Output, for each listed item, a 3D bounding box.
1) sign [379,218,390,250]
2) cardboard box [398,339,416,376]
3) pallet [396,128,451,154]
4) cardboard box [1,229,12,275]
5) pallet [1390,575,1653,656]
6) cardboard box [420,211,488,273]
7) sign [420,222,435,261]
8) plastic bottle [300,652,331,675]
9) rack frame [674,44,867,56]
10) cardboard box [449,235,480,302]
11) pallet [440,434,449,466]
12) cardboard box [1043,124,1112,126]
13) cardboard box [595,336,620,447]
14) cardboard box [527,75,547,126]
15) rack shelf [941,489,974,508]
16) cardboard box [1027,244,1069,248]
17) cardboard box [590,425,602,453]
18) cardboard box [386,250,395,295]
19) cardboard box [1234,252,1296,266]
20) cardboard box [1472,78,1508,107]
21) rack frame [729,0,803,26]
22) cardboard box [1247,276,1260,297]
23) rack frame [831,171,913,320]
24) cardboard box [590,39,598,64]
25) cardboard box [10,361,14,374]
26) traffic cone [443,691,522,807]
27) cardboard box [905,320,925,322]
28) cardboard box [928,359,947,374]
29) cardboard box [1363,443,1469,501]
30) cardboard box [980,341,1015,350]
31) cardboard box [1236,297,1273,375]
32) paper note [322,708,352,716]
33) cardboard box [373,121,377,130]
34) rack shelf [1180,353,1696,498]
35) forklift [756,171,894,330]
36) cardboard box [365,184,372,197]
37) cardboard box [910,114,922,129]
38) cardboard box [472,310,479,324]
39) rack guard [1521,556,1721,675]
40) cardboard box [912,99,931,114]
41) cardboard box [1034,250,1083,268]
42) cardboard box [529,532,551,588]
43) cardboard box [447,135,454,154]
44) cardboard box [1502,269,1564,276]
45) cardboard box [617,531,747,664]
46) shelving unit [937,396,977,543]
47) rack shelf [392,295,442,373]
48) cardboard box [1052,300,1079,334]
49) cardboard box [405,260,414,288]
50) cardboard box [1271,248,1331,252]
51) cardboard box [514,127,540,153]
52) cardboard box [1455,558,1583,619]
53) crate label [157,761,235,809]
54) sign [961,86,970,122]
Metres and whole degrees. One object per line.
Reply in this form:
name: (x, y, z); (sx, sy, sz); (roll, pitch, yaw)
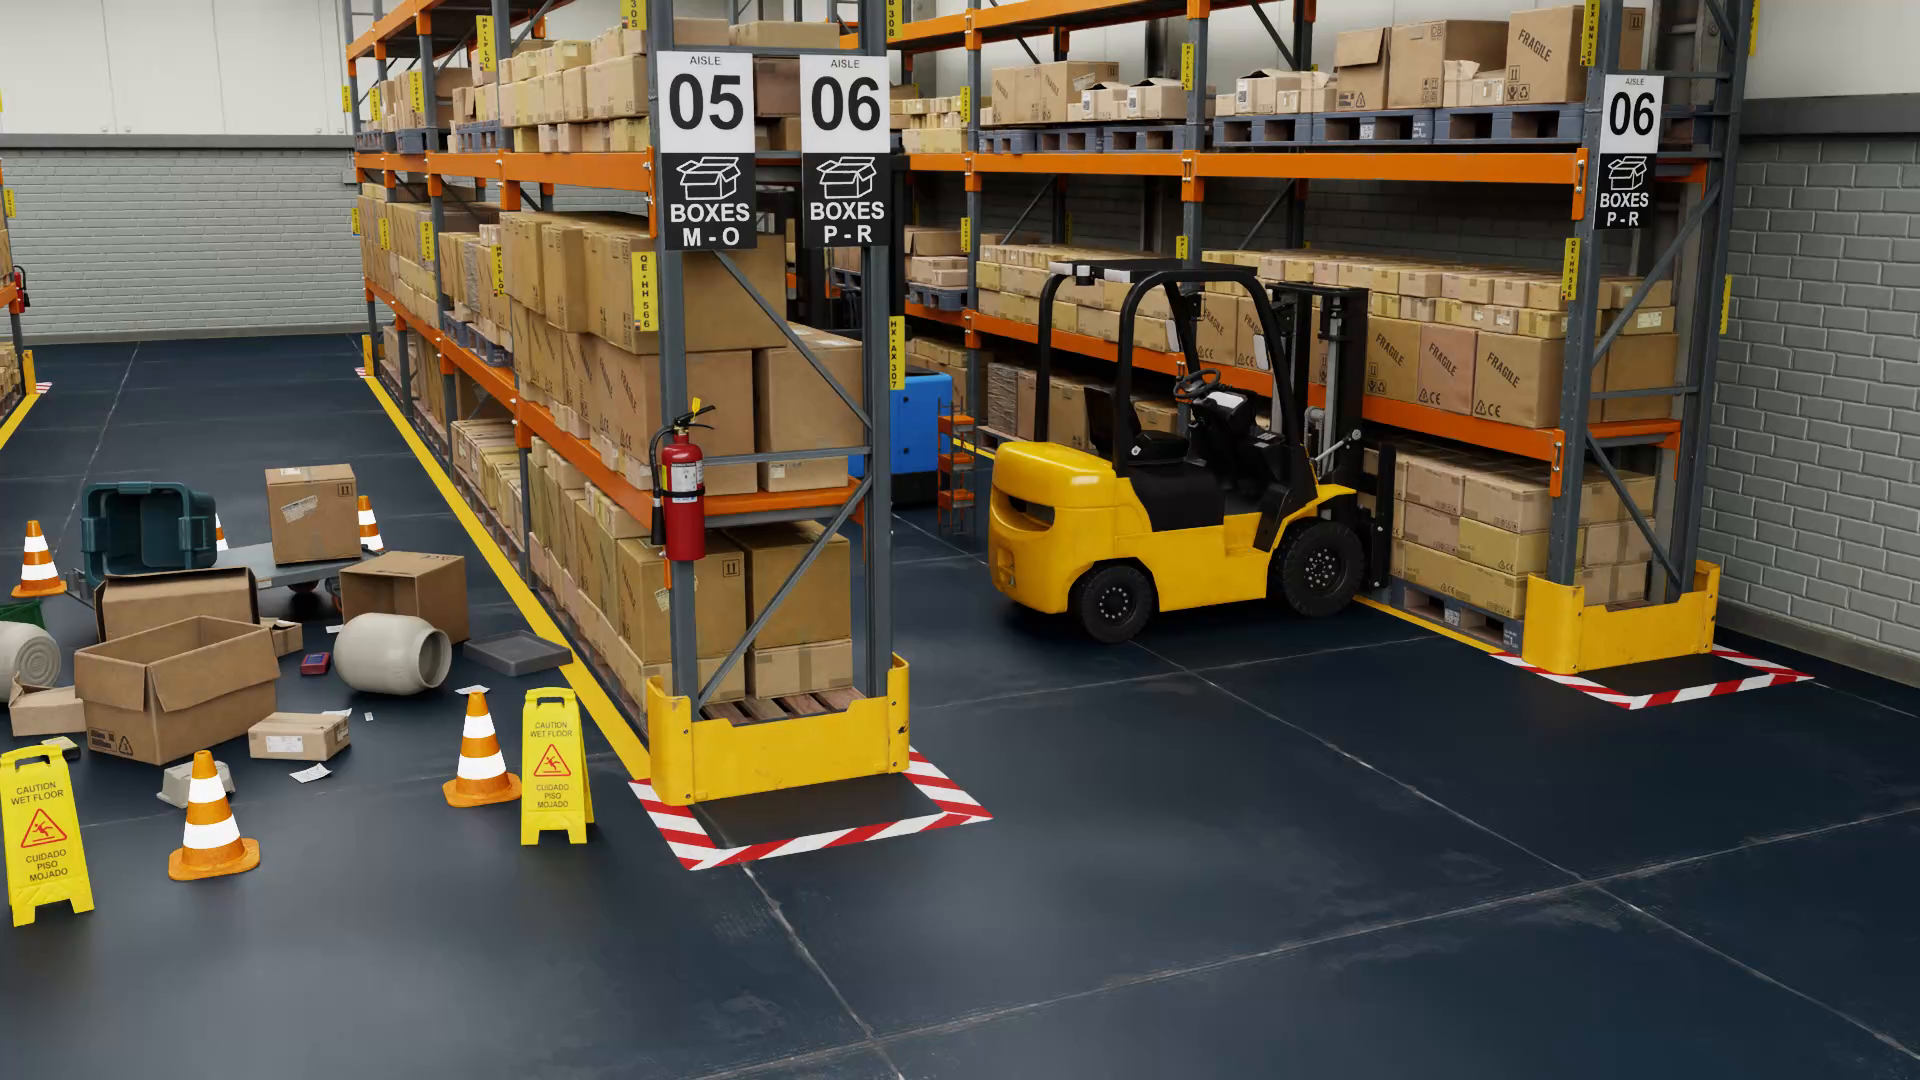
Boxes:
sign: (-6.105, -3.248, 17.655); (0.100, 0.325, 0.005); (-6, 14, -23)
cardboard box: (-6.109, -2.119, 19.622); (0.875, 0.438, 0.875); (-6, 14, -25)
pallet: (-4.301, -3.509, 14.646); (1.213, 0.211, 1.003); (-5, 14, -20)
cardboard box: (-11.278, -3.320, 19.183); (0.500, 0.500, 0.500); (-5, 14, -22)
pallet: (3.412, 0.396, 10.189); (1.003, 0.211, 1.213); (-6, 14, -23)
cardboard box: (-4.441, -2.631, 14.644); (0.500, 0.500, 0.500); (-6, 14, -24)
sign: (-4.502, -2.525, 14.059); (0.100, 0.325, 0.005); (-6, 14, -23)
plastic bottle: (-3.593, 0.682, 9.286); (0.133, 0.061, 0.283); (-3, 13, -13)
rack frame: (-0.787, -3.282, 6.592); (0.949, 2.616, 0.053); (-6, 14, -23)
cardboard box: (-3.811, -2.189, 13.362); (0.500, 0.500, 0.500); (-5, 14, -20)
pallet: (-4.241, -0.823, 15.456); (1.003, 0.211, 1.213); (-6, 14, -23)
cardboard box: (1.077, -3.976, 15.423); (0.500, 0.250, 0.500); (-6, 14, -23)
cardboard box: (-1.456, -0.744, 8.048); (0.500, 0.500, 0.500); (-6, 14, -23)
cardboard box: (-2.063, -2.392, 9.075); (0.500, 0.250, 0.500); (-5, 14, -22)
rack shelf: (-0.021, -0.308, 12.349); (0.184, 0.087, 0.229); (-6, 14, -23)
cardboard box: (0.868, -2.776, 16.054); (0.380, 0.149, 0.250); (-5, 14, -21)
cardboard box: (-1.712, -0.552, 8.661); (0.380, 0.149, 0.250); (-6, 14, -24)
cardboard box: (-6.017, -2.959, 18.283); (0.500, 0.500, 0.500); (-5, 14, -22)
cardboard box: (2.214, -2.007, 12.069); (0.380, 0.149, 0.250); (-5, 14, -22)
cardboard box: (3.147, -2.544, 9.461); (0.380, 0.149, 0.250); (-6, 14, -25)
rack frame: (-2.652, -7.036, 22.814); (1.000, 3.000, 0.127); (-6, 14, -23)
cardboard box: (2.276, -1.805, 11.855); (0.380, 0.149, 0.250); (-6, 14, -23)
rack frame: (-1.050, -3.287, 19.920); (1.000, 3.000, 0.127); (-6, 14, -23)
cardboard box: (-1.609, -2.402, 8.232); (0.380, 0.149, 0.250); (-6, 14, -25)
cardboard box: (-11.011, -1.967, 18.946); (0.380, 0.149, 0.250); (-6, 14, -25)
traffic cone: (-2.144, 0.905, 7.434); (0.336, 0.463, 0.334); (-6, 14, -23)
cardboard box: (-0.638, -2.540, 19.865); (0.380, 0.149, 0.250); (-6, 14, -25)
cardboard box: (-0.005, -1.620, 17.328); (0.500, 0.500, 0.500); (-6, 14, -24)
cardboard box: (2.865, -0.435, 10.547); (0.500, 0.250, 0.500); (-5, 14, -22)
cardboard box: (0.374, -2.001, 17.536); (0.380, 0.149, 0.250); (-5, 14, -22)
cardboard box: (2.317, -1.462, 11.811); (0.500, 0.500, 0.500); (-5, 14, -22)
paper note: (-3.195, 0.889, 8.487); (0.148, 0.019, 0.142); (-1, 13, -4)
cardboard box: (-6.252, -4.588, 18.292); (0.380, 0.149, 0.250); (-5, 14, -22)
rack shelf: (2.956, -0.871, 11.074); (1.077, 0.370, 4.000); (-6, 14, -23)
forklift: (-1.132, -1.960, 14.336); (1.121, 2.935, 3.031); (-6, 14, -25)
cardboard box: (-7.019, -4.253, 20.217); (0.380, 0.149, 0.250); (-6, 14, -25)
cardboard box: (-0.302, -4.363, 17.364); (0.380, 0.149, 0.250); (-5, 14, -21)
cardboard box: (-3.625, -1.786, 13.061); (0.380, 0.149, 0.250); (-5, 14, -20)
rack guard: (3.766, 0.415, 9.468); (1.175, 0.500, 0.348); (-6, 14, -23)
cardboard box: (-0.273, -4.449, 17.075); (0.380, 0.149, 0.250); (-6, 14, -24)
cardboard box: (0.889, -2.525, 14.967); (0.380, 0.149, 0.250); (-5, 14, -22)
cardboard box: (-2.403, 0.096, 10.469); (0.500, 0.250, 0.500); (-6, 14, -26)
cardboard box: (-4.024, -3.270, 13.751); (0.380, 0.149, 0.250); (-6, 14, -23)
cardboard box: (3.540, -1.569, 10.177); (0.380, 0.149, 0.250); (-6, 14, -23)
cardboard box: (-1.350, 0.269, 8.059); (0.500, 0.500, 0.500); (-6, 14, -23)
shelving unit: (-0.021, -0.523, 12.299); (0.215, 1.050, 0.252); (-6, 14, -23)
rack shelf: (-4.795, -2.074, 16.275); (1.077, 0.370, 4.000); (-6, 14, -23)
cardboard box: (1.122, -1.956, 14.503); (0.500, 0.250, 0.500); (-5, 14, -21)
cardboard box: (-5.062, -2.576, 16.071); (0.500, 0.250, 0.500); (-6, 14, -25)
cardboard box: (2.559, -2.105, 12.494); (0.380, 0.149, 0.250); (-6, 14, -23)
cardboard box: (-2.441, -2.378, 9.898); (0.380, 0.149, 0.250); (-6, 14, -23)
cardboard box: (3.279, 0.259, 9.767); (0.500, 0.250, 0.500); (-6, 14, -23)
crate label: (-3.397, 1.077, 7.412); (0.298, 0.136, 0.250); (9, 16, 35)
sign: (0.054, -4.125, 15.743); (0.100, 0.325, 0.005); (-6, 14, -23)
